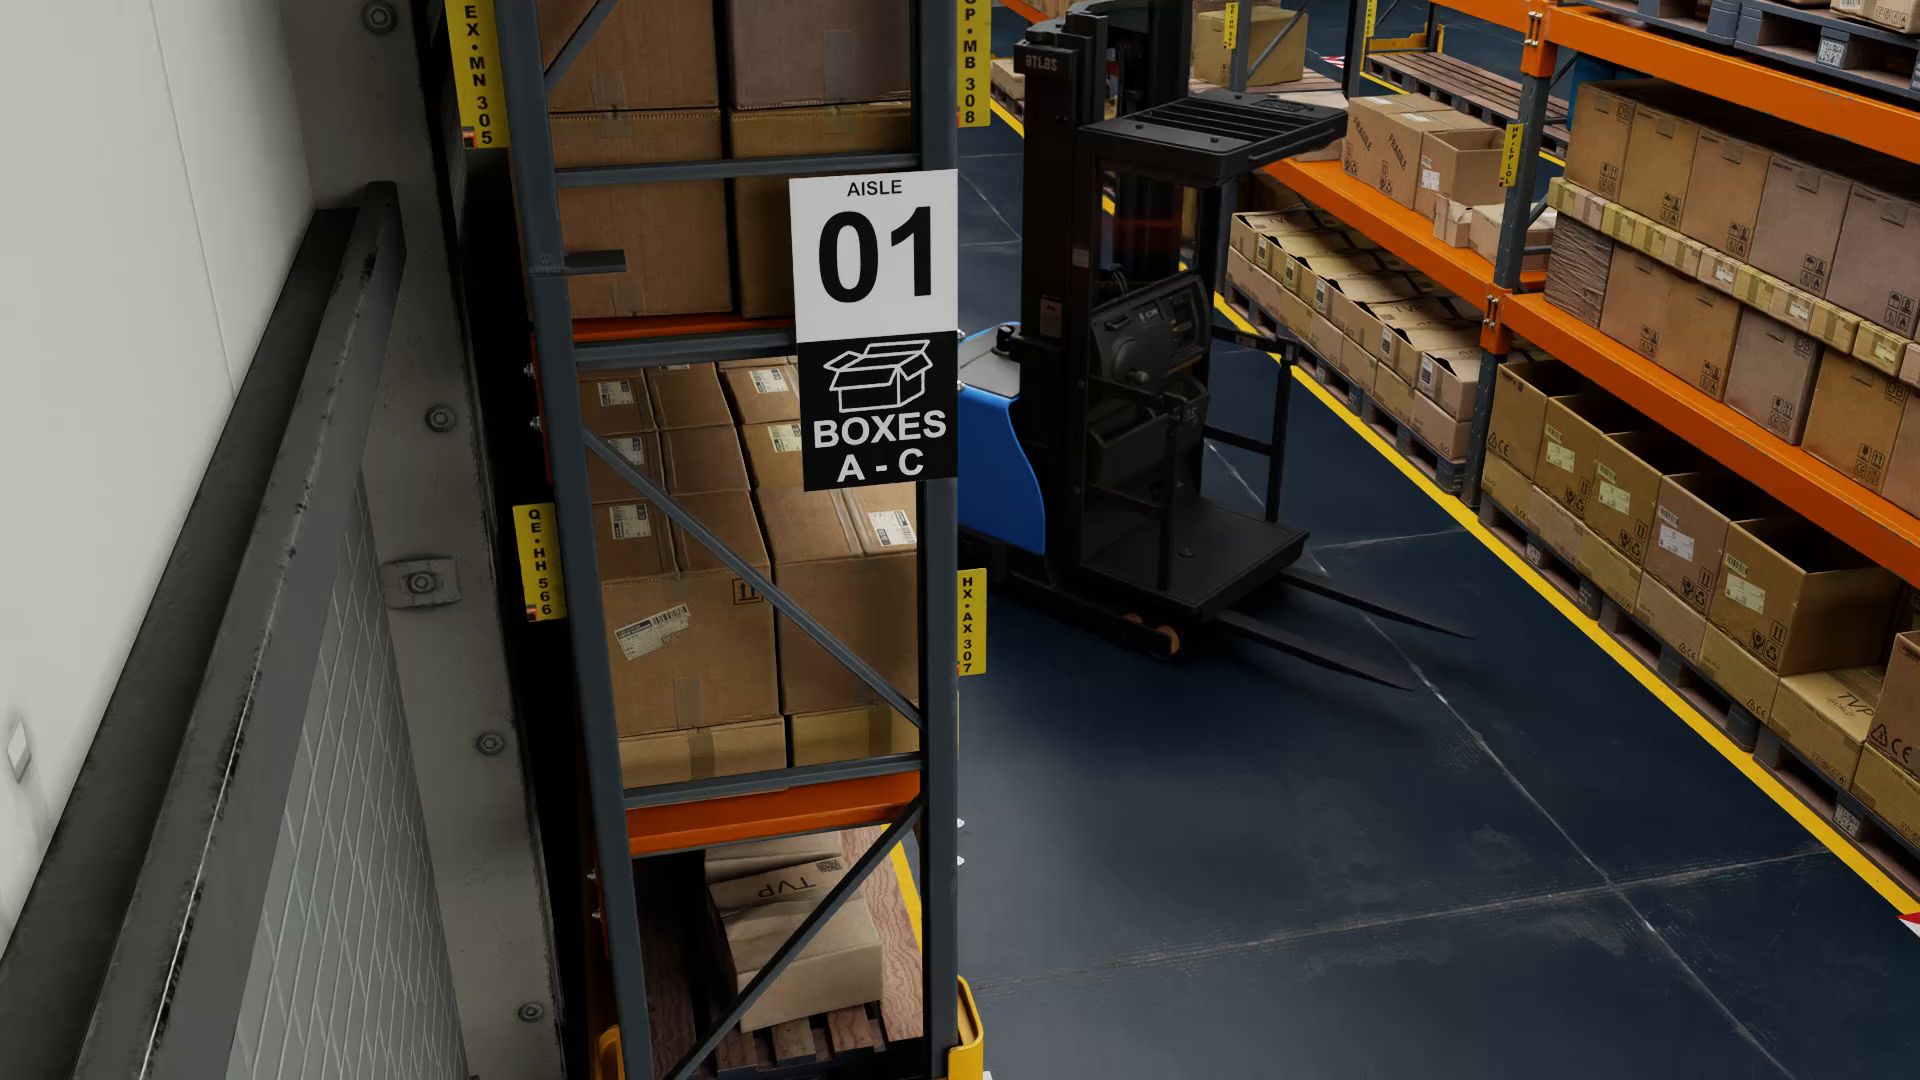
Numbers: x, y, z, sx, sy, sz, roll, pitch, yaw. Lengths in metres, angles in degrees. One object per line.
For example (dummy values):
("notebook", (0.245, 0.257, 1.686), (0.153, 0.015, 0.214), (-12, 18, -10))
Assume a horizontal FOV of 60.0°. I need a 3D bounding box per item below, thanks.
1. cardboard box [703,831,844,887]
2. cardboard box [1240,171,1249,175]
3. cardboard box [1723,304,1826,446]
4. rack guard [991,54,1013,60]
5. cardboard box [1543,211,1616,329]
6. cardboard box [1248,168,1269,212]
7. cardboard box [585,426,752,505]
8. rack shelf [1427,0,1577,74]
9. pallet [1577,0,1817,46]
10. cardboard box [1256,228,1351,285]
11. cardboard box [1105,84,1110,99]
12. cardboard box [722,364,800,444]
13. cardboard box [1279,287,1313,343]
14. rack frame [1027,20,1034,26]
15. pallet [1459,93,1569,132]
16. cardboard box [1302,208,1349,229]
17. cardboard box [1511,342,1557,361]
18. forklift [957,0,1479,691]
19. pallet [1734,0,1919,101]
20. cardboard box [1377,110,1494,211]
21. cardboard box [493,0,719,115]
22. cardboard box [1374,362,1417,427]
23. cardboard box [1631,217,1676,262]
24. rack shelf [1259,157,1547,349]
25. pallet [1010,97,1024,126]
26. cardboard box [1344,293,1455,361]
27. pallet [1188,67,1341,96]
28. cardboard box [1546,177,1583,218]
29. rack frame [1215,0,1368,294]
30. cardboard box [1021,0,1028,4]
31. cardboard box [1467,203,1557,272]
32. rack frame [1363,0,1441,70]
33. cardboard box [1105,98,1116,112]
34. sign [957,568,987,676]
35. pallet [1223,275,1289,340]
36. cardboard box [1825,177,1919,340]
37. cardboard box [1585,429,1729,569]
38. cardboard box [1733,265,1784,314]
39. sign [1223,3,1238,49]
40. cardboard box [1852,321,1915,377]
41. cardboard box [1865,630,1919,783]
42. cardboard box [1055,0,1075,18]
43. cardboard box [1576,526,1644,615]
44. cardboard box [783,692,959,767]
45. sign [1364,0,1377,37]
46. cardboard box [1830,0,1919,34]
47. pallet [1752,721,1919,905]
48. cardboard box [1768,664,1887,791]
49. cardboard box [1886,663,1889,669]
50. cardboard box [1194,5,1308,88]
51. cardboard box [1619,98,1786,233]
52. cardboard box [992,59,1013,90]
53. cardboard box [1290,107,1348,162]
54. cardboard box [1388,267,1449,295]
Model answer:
("cardboard box", (-0.703, 1.108, 6.221), (0.500, 0.311, 0.500), (-4, 27, -7))
("cardboard box", (2.060, -3.175, 13.666), (0.500, 0.250, 0.500), (-5, 27, -10))
("cardboard box", (3.875, -0.767, 7.330), (0.700, 0.500, 0.500), (-5, 27, -10))
("rack guard", (0.730, -5.712, 20.012), (1.175, 0.500, 0.348), (-6, 27, -12))
("cardboard box", (3.524, -1.444, 8.670), (0.700, 0.500, 0.500), (-7, 28, -13))
("cardboard box", (2.568, -2.888, 13.928), (0.500, 0.500, 0.500), (-7, 28, -13))
("cardboard box", (-0.924, -0.017, 5.266), (0.500, 0.500, 0.500), (-6, 27, -11))
("rack shelf", (2.967, -3.489, 10.303), (1.077, 0.370, 4.000), (-6, 27, -12))
("pallet", (3.635, -2.521, 7.685), (1.003, 0.211, 1.213), (-6, 27, -12))
("cardboard box", (2.474, -2.070, 11.985), (0.500, 0.311, 0.500), (-7, 28, -13))
("cardboard box", (1.210, -4.407, 16.938), (0.500, 0.500, 0.500), (-6, 27, -12))
("cardboard box", (-0.533, -0.295, 5.817), (0.500, 0.500, 0.500), (-7, 28, -13))
("cardboard box", (2.585, -1.601, 11.679), (0.500, 0.250, 0.500), (-7, 28, -13))
("rack frame", (0.713, -6.861, 19.515), (1.000, 3.000, 0.127), (-6, 27, -12))
("pallet", (6.238, -4.681, 18.289), (1.003, 0.211, 1.213), (-6, 27, -12))
("cardboard box", (2.874, -2.355, 12.549), (0.500, 0.311, 0.500), (-5, 27, -10))
("cardboard box", (3.567, -1.010, 9.886), (0.500, 0.311, 0.500), (-6, 27, -11))
("forklift", (1.095, -0.995, 7.968), (3.031, 2.935, 1.130), (21, 34, 36))
("pallet", (3.906, -1.986, 6.626), (1.003, 0.211, 1.213), (-6, 27, -12))
("cardboard box", (3.029, -2.428, 10.620), (0.500, 0.500, 0.500), (-6, 27, -12))
("cardboard box", (-0.858, -1.334, 3.993), (0.500, 0.500, 0.500), (-5, 27, -9))
("cardboard box", (2.929, -0.928, 10.345), (0.500, 0.250, 0.500), (-6, 27, -12))
("cardboard box", (3.466, -1.451, 7.966), (0.380, 0.149, 0.250), (-6, 27, -12))
("rack shelf", (2.967, -2.150, 10.979), (1.077, 0.370, 4.000), (-6, 27, -12))
("pallet", (1.182, -4.698, 18.325), (1.003, 0.211, 1.213), (-6, 27, -12))
("cardboard box", (2.813, -1.399, 10.656), (0.500, 0.311, 0.500), (-6, 27, -12))
("pallet", (2.295, -3.554, 13.175), (1.213, 0.211, 1.003), (-6, 27, -12))
("cardboard box", (3.289, -1.790, 8.636), (0.380, 0.149, 0.250), (-6, 27, -12))
("rack frame", (2.516, -3.349, 12.557), (1.000, 3.000, 0.127), (-6, 27, -12))
("cardboard box", (0.899, -6.018, 17.733), (0.500, 0.500, 0.500), (-6, 27, -11))
("cardboard box", (3.264, -1.738, 9.531), (0.500, 0.250, 0.500), (-4, 27, -8))
("rack frame", (5.540, -7.363, 20.508), (1.000, 3.000, 0.127), (-6, 27, -12))
("cardboard box", (1.486, -3.949, 16.030), (0.500, 0.500, 0.500), (-7, 28, -14))
("sign", (0.022, 0.226, 4.513), (0.100, 0.325, 0.005), (-6, 27, -12))
("pallet", (2.664, -1.739, 12.461), (1.003, 0.211, 1.213), (-6, 27, -12))
("cardboard box", (3.976, -1.142, 6.633), (0.700, 0.500, 0.500), (-6, 27, -11))
("cardboard box", (3.442, -0.214, 8.097), (0.500, 0.500, 0.500), (-6, 27, -12))
("cardboard box", (3.642, -1.110, 7.290), (0.380, 0.149, 0.250), (-6, 27, -12))
("sign", (1.989, -3.771, 12.196), (0.100, 0.325, 0.005), (-6, 27, -12))
("cardboard box", (3.815, -0.773, 6.621), (0.380, 0.149, 0.250), (-5, 27, -10))
("cardboard box", (3.908, 0.663, 6.361), (0.500, 0.500, 0.500), (-6, 27, -12))
("cardboard box", (1.252, -5.343, 16.396), (0.500, 0.500, 0.500), (-6, 27, -11))
("cardboard box", (3.442, 0.121, 8.266), (0.500, 0.250, 0.500), (-6, 27, -12))
("cardboard box", (-0.307, 0.479, 5.116), (0.500, 0.250, 0.500), (-7, 28, -13))
("sign", (3.056, -3.924, 12.410), (0.100, 0.325, 0.005), (-6, 27, -12))
("cardboard box", (3.677, -2.109, 6.249), (0.500, 0.311, 0.500), (-3, 27, -6))
("pallet", (4.106, 1.076, 6.883), (1.003, 0.211, 1.213), (-6, 27, -12))
("cardboard box", (3.786, 0.779, 6.963), (0.500, 0.250, 0.500), (-6, 27, -12))
("cardboard box", (4.298, 0.726, 7.069), (0.500, 0.250, 0.500), (-6, 27, -12))
("cardboard box", (2.264, -3.846, 12.964), (0.700, 0.500, 0.500), (-16, 31, -29))
("cardboard box", (3.639, -1.801, 7.939), (0.700, 0.500, 0.500), (-6, 27, -12))
("cardboard box", (0.672, -5.343, 19.070), (0.500, 0.250, 0.500), (-6, 27, -12))
("cardboard box", (2.529, -2.897, 11.760), (0.500, 0.311, 0.500), (-6, 27, -12))
("cardboard box", (3.219, -1.685, 11.223), (0.500, 0.311, 0.500), (-5, 27, -10))
